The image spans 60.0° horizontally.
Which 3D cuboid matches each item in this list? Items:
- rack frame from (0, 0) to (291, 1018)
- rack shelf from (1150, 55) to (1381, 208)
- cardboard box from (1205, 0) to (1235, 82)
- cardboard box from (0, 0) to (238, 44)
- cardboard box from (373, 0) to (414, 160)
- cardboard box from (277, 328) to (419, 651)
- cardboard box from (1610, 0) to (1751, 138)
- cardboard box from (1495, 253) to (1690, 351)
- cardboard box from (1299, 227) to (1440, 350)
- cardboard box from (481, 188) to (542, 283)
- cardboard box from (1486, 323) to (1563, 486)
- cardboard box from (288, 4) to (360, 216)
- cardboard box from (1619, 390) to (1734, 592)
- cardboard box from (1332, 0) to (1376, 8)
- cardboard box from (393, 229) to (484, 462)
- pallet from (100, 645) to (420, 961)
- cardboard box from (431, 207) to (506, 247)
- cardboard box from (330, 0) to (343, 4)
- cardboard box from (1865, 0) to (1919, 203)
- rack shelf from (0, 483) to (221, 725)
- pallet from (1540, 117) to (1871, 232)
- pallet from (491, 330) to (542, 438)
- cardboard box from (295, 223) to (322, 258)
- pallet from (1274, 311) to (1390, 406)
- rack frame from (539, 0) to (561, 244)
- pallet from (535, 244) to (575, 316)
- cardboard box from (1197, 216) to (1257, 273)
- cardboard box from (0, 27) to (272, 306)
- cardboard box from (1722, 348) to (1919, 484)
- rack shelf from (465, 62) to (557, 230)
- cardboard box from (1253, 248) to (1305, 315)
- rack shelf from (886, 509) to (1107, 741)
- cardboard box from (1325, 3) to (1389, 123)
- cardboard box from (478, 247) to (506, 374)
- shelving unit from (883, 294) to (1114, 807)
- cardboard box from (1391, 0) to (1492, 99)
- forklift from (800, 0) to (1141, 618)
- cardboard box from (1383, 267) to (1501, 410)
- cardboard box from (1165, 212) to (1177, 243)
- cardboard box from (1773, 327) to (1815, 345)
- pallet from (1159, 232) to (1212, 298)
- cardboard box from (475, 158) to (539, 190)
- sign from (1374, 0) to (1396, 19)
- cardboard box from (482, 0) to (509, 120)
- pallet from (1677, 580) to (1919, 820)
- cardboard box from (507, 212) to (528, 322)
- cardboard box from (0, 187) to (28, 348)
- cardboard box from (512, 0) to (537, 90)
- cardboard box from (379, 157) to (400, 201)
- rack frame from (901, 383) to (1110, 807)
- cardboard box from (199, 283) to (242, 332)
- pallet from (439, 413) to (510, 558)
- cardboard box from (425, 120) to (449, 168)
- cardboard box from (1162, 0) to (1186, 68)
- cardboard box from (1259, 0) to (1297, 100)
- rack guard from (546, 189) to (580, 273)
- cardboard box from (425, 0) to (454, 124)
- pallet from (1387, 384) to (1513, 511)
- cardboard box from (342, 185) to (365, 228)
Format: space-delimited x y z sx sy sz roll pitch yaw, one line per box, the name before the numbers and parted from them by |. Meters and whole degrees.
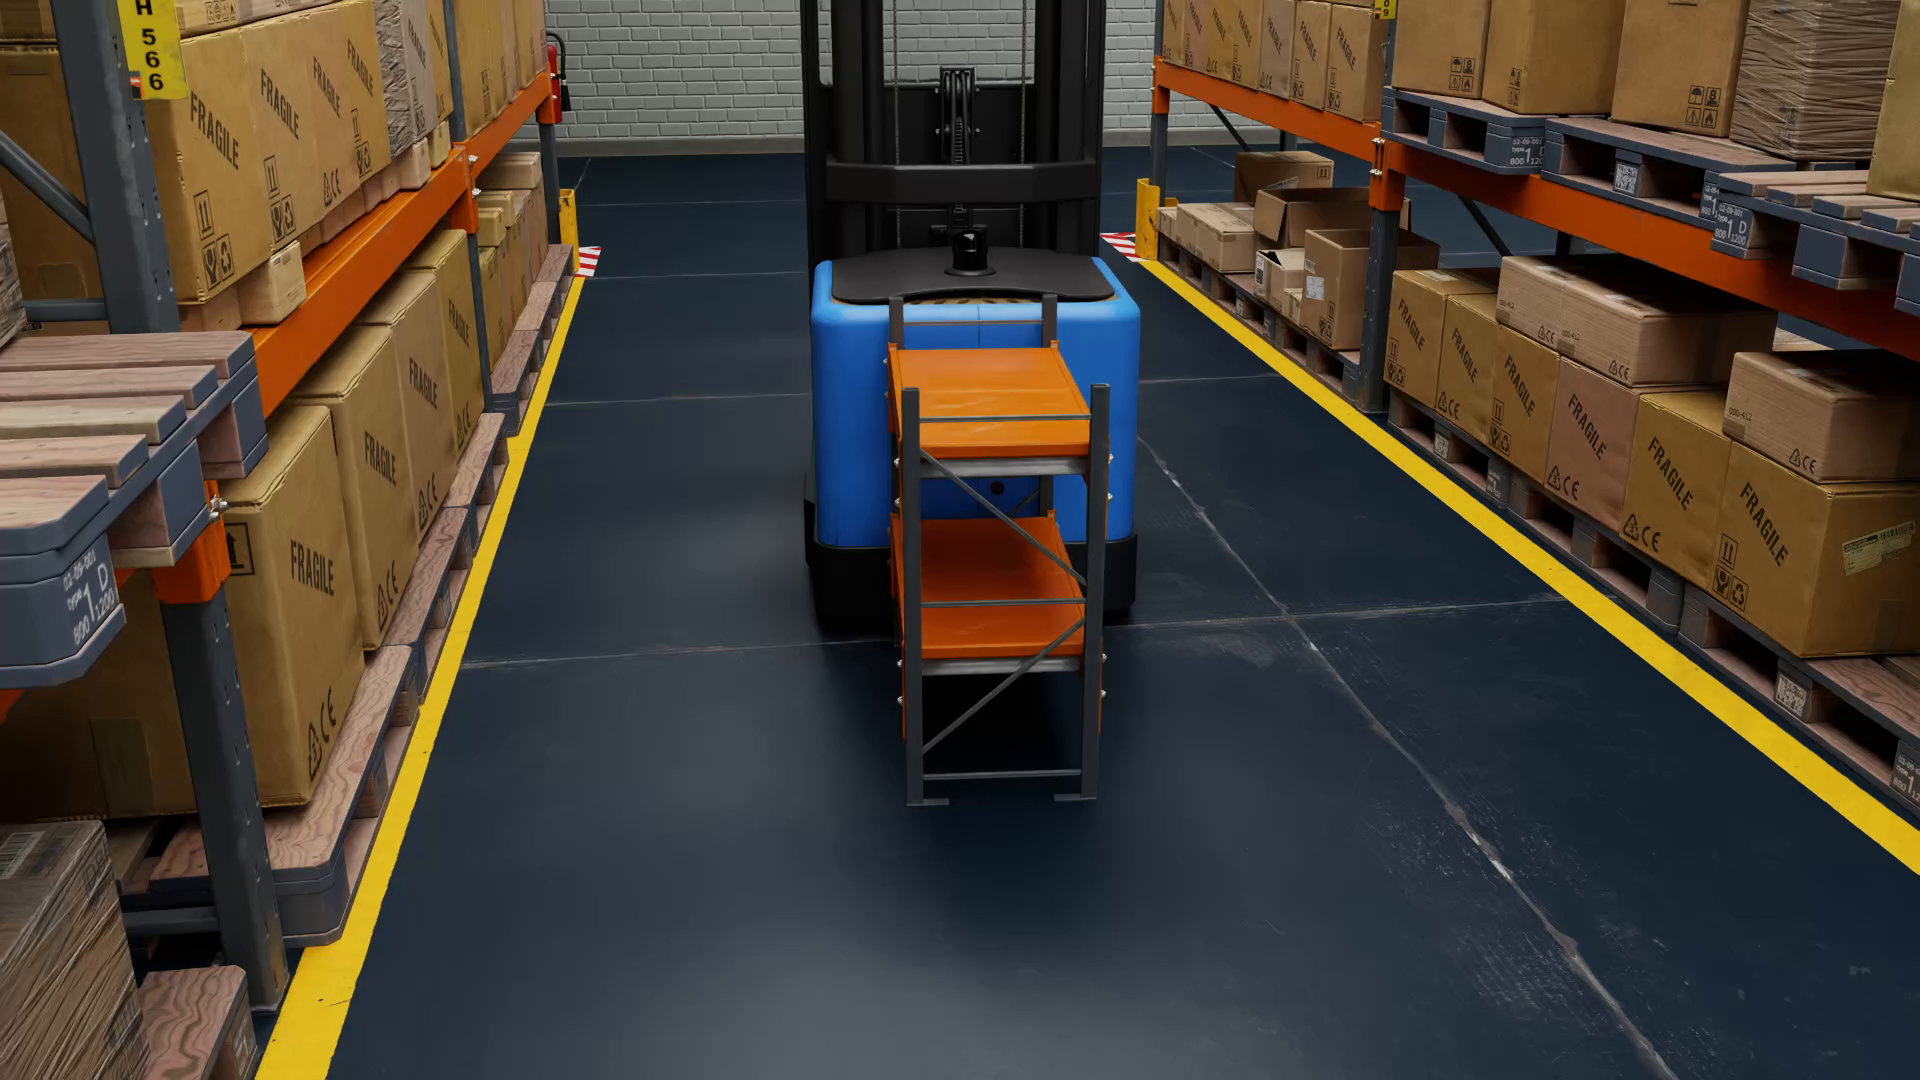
rack frame | -1.950 -0.395 2.987 1.000 3.000 0.127 -3 21 -8
rack shelf | 2.087 -2.387 9.348 1.077 0.370 4.000 -3 21 -8
cardboard box | 1.751 -2.944 9.668 0.500 0.500 0.500 -3 21 -8
cardboard box | -1.764 -1.122 3.265 0.500 0.250 0.500 -2 21 -6
cardboard box | -2.063 -1.478 5.290 0.500 0.500 0.500 -3 21 -8
cardboard box | -2.046 -0.150 4.802 0.750 0.750 0.750 -3 21 -8
cardboard box | 2.691 -1.666 5.647 0.700 0.500 0.500 -8 22 -21
cardboard box | 2.348 -0.892 6.188 0.500 0.250 0.500 -3 21 -8
cardboard box | 2.012 -1.249 8.218 0.500 0.500 0.500 -3 21 -8
cardboard box | -2.831 -1.780 9.668 0.700 0.500 0.500 -3 21 -8
cardboard box | 2.356 -0.529 6.289 0.500 0.500 0.500 -3 21 -7
cardboard box | -1.903 -1.126 4.346 0.500 0.500 0.500 -3 21 -8
cardboard box | 2.510 -0.173 5.335 0.500 0.500 0.500 -4 21 -10
cardboard box | 2.046 -2.709 7.609 0.500 0.500 0.500 -3 21 -7
cardboard box | -2.304 -0.751 6.413 0.750 0.750 0.750 -3 21 -7
pallet | -1.989 0.634 4.216 1.003 0.211 1.213 -3 21 -8
cardboard box | -2.401 -1.502 7.995 0.380 0.149 0.250 -2 21 -6
cardboard box | -1.994 -1.648 4.672 0.500 0.250 0.500 -3 21 -9
cardboard box | 2.750 -1.102 4.137 0.700 0.500 0.500 -10 23 -26
rack shelf | -1.661 0.634 1.259 1.077 0.370 4.000 -3 21 -8
pallet | 2.667 -1.230 5.495 1.003 0.211 1.213 -3 21 -8
pallet | -2.558 -0.741 7.899 1.003 0.211 1.213 -3 21 -8
cardboard box | -1.981 -0.857 4.553 0.380 0.149 0.250 -3 21 -7
pallet | 2.277 -0.963 8.492 1.003 0.211 1.213 -3 21 -8
rack frame | -3.103 -3.165 10.403 1.000 3.000 0.127 -3 21 -8
pallet | -2.910 -1.586 10.161 1.003 0.211 1.213 -3 21 -8
cardboard box | 1.740 -1.785 10.010 0.500 0.250 0.500 -3 21 -8
cardboard box | -1.766 -0.772 3.399 0.500 0.500 0.500 -2 21 -6
cardboard box | 2.572 -0.364 4.776 0.500 0.250 0.500 -2 21 -6
rack shelf | -2.814 -2.136 8.675 1.077 0.370 4.000 -3 21 -8
cardboard box | 1.904 -1.420 8.946 0.500 0.311 0.500 -3 21 -8
rack shelf | 0.074 0.212 4.740 0.538 0.278 1.000 -1 21 -4
cardboard box | 2.049 -2.238 7.779 0.500 0.500 0.500 -3 21 -7
cardboard box | -2.533 -1.070 7.766 0.700 0.500 0.500 -3 21 -7
shelving unit | 0.074 -0.017 4.654 0.538 1.125 1.048 -1 21 -4
cardboard box | 2.222 -2.100 6.807 0.700 0.500 0.500 -10 23 -26
forklift | -0.042 -1.593 6.291 1.130 2.935 3.031 -1 21 -4
cardboard box | 2.204 -0.887 7.247 0.500 0.500 0.500 -4 21 -10
cardboard box | 1.555 -2.046 10.828 0.380 0.166 0.250 -3 21 -8
cardboard box | 2.865 -0.565 6.385 0.500 0.500 0.500 -3 21 -7
pallet | 1.925 -1.807 10.754 1.003 0.211 1.213 -3 21 -8
cardboard box | -2.666 -2.134 9.687 0.380 0.149 0.250 -2 21 -6
sign | 1.839 -2.407 7.136 0.100 0.325 0.005 -3 21 -8
cardboard box | -2.688 -2.362 7.825 0.980 0.700 0.700 -3 21 -9
pallet | 2.882 0.400 4.845 1.003 0.211 1.213 -3 21 -8
cardboard box | -2.673 -1.422 8.708 0.700 0.500 0.500 -2 21 -6
cardboard box | -1.872 -0.486 2.458 0.700 0.500 0.500 -5 21 -14
cardboard box | -2.903 -2.878 9.206 0.980 0.700 0.700 -3 21 -8
cardboard box | -2.079 -1.214 5.511 0.380 0.149 0.250 -3 21 -8
rack frame | 0.110 0.160 4.179 0.500 1.125 0.032 -1 21 -4
cardboard box | -1.795 -0.500 3.599 0.380 0.149 0.250 -3 21 -7
pallet | -2.340 -0.210 6.478 1.003 0.211 1.213 -3 21 -8
cardboard box | -2.137 -1.483 6.230 0.380 0.149 0.250 -3 21 -7
cardboard box | 1.602 -3.296 10.611 0.500 0.500 0.500 -2 21 -7
cardboard box | 1.897 -2.594 8.733 0.500 0.500 0.500 -2 21 -7
rack guard | -3.106 -2.002 10.863 1.175 0.500 0.348 -3 21 -8
cardboard box | -2.210 -1.829 6.228 0.500 0.500 0.500 -3 21 -9
pallet | 2.530 -0.445 7.107 1.003 0.211 1.213 -3 21 -8
cardboard box | -2.031 -1.034 5.029 0.380 0.149 0.250 -2 21 -6
